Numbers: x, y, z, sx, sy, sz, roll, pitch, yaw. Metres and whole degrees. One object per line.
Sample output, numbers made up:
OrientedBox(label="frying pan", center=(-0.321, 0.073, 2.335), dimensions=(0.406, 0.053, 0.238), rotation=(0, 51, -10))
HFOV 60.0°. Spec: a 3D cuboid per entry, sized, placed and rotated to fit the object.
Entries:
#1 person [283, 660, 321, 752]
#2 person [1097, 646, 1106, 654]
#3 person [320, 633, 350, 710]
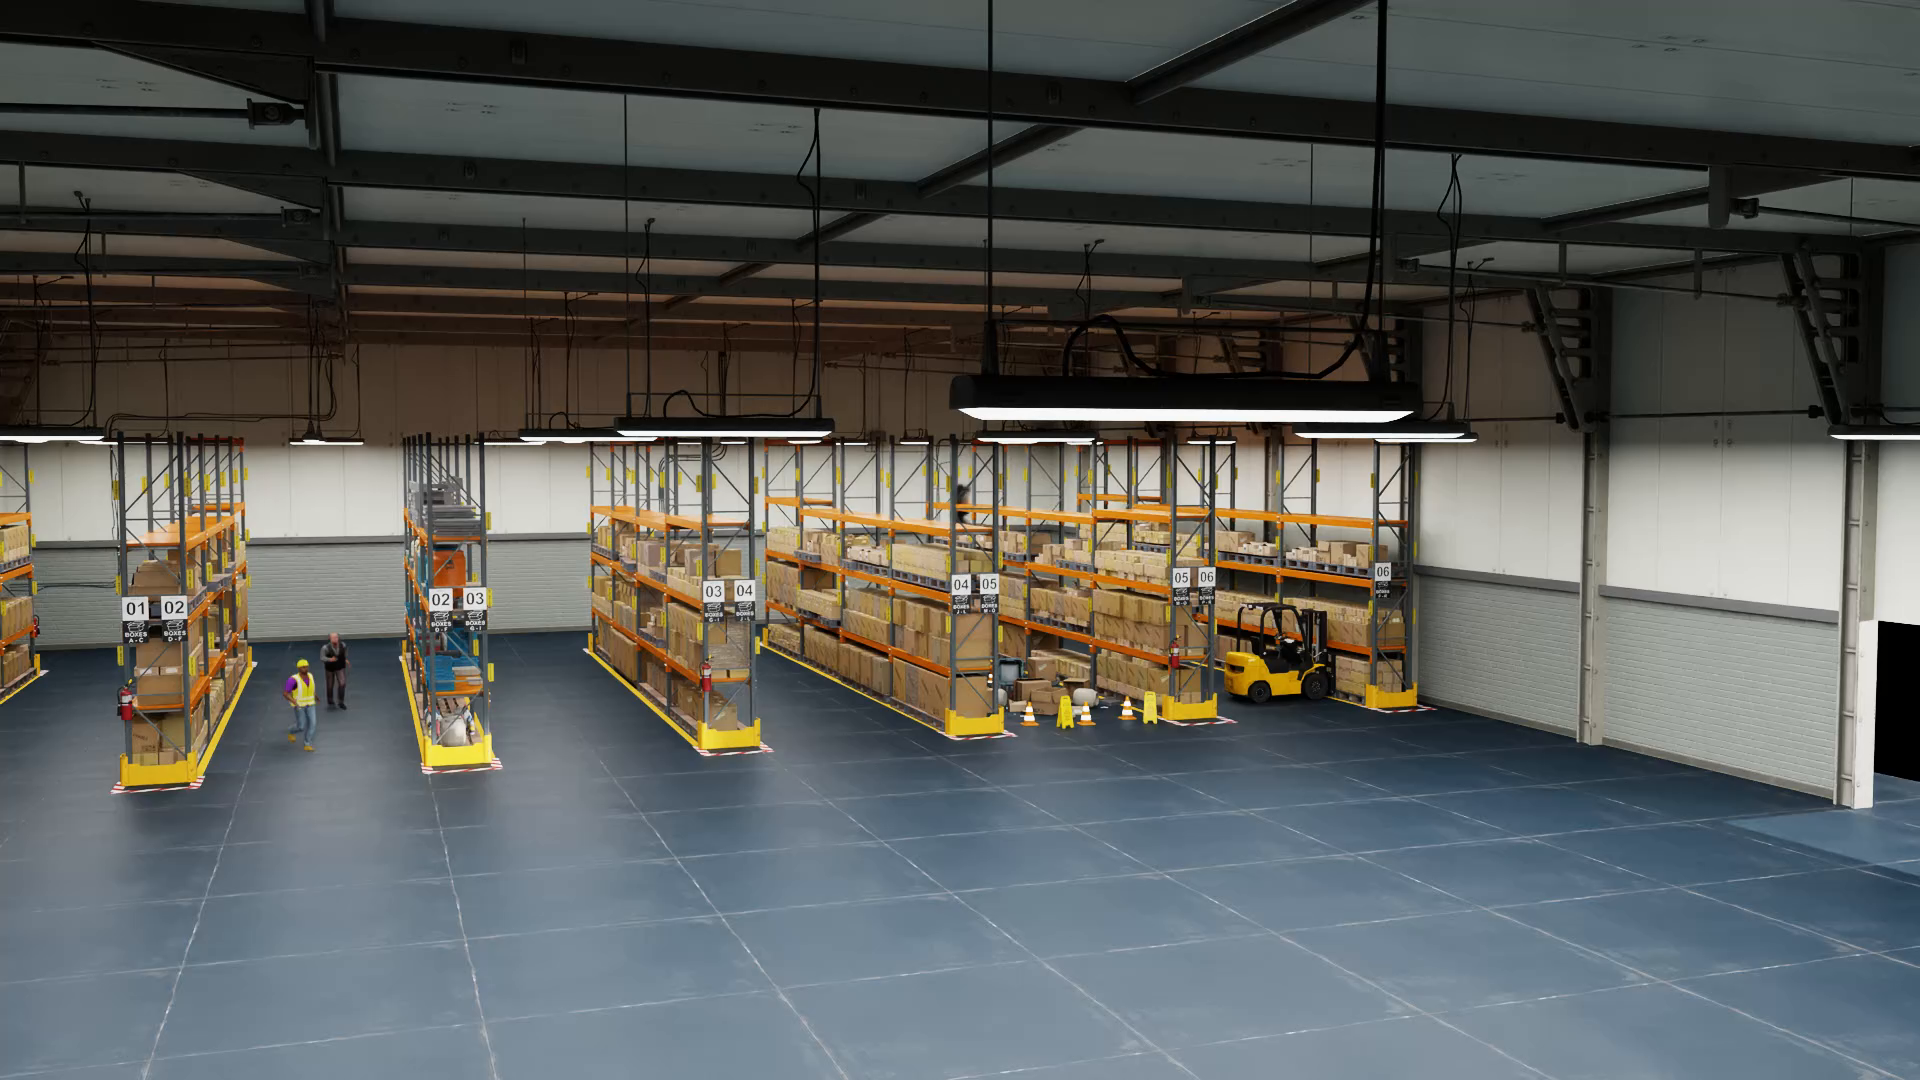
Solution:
OrientedBox(label="person", center=(-12.462, 3.123, 31.477), dimensions=(0.789, 1.730, 0.706), rotation=(3, 4, 39))
OrientedBox(label="person", center=(3.679, 2.519, 43.406), dimensions=(0.607, 1.610, 0.676), rotation=(-2, 4, -34))
OrientedBox(label="person", center=(-13.710, 2.862, 36.484), dimensions=(0.651, 1.696, 0.977), rotation=(-2, 4, -28))
